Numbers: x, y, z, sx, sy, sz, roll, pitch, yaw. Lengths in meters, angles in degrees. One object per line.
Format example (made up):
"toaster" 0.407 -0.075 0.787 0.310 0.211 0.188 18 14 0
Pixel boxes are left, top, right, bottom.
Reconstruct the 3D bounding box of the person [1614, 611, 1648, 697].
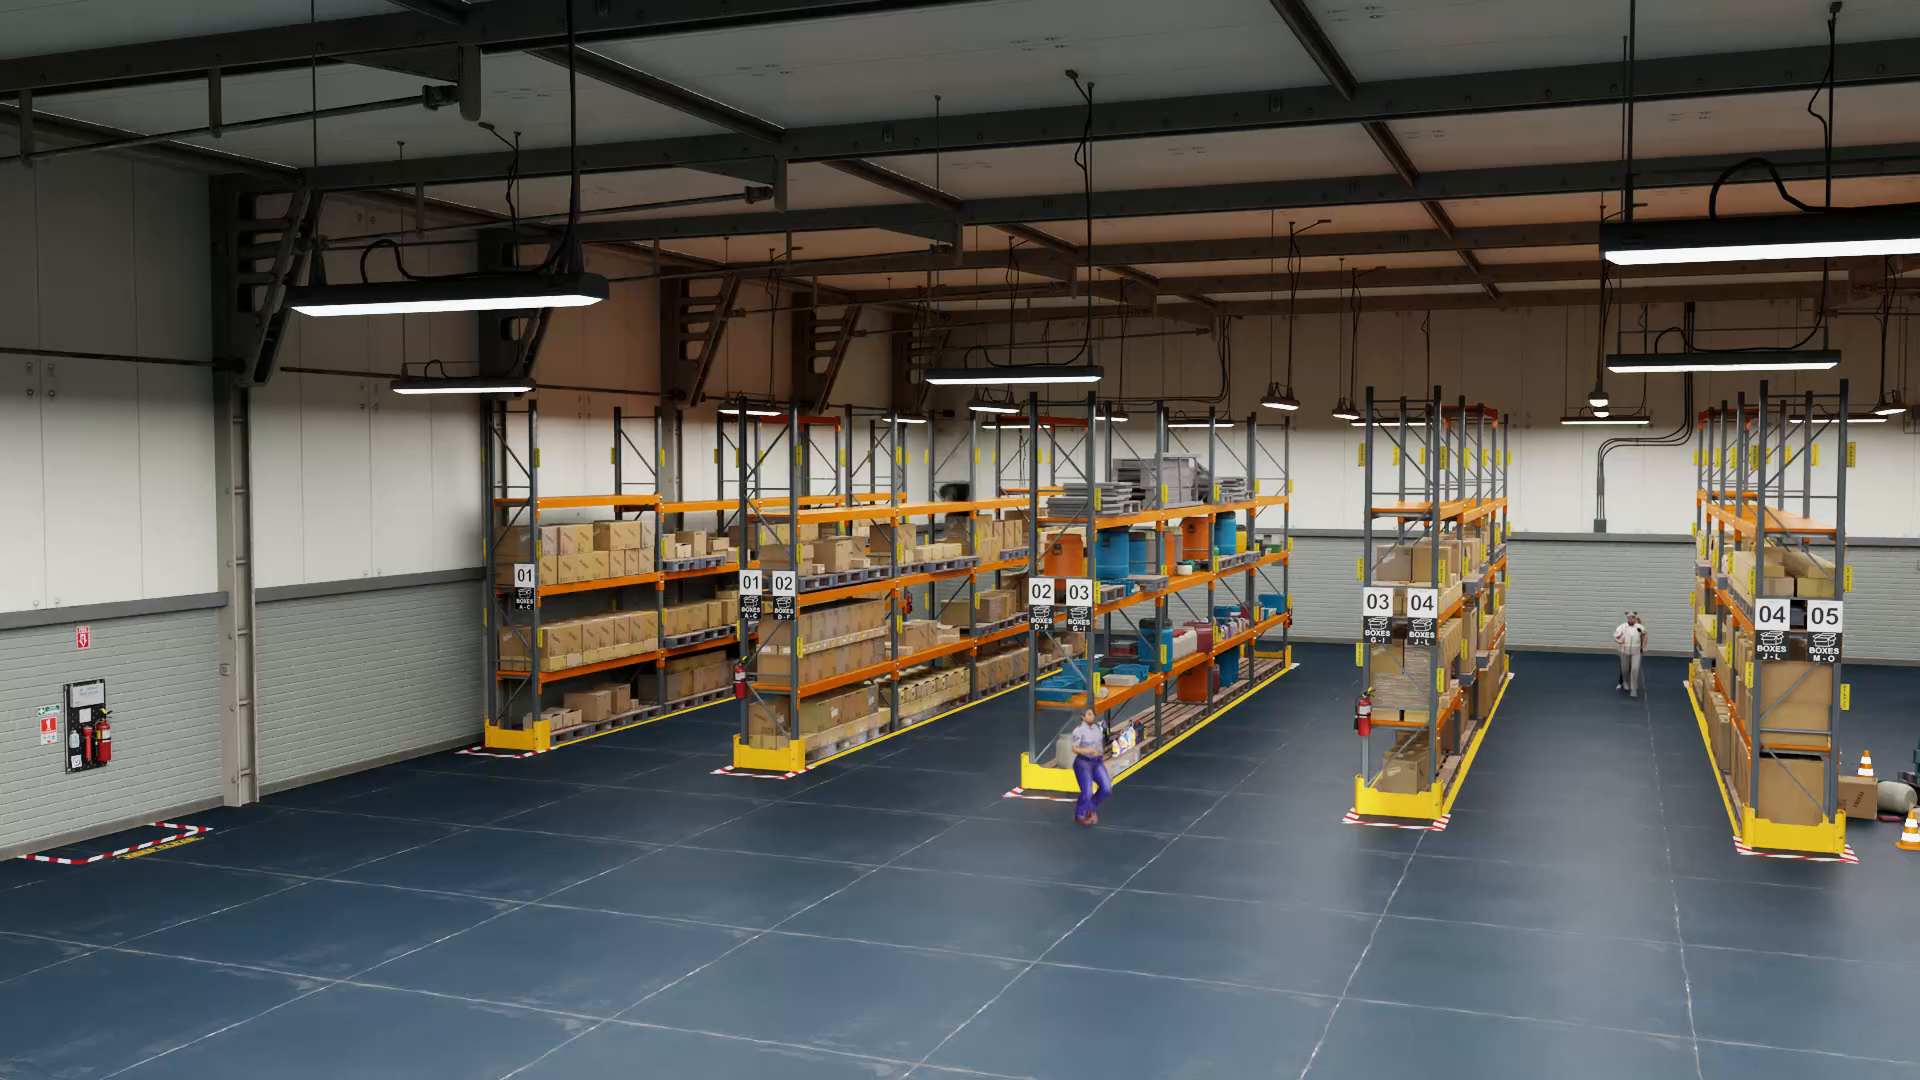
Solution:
"person" 14.140 2.367 35.065 0.674 1.767 1.007 1 3 22

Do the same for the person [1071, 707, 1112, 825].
"person" 1.798 3.081 22.573 0.591 1.604 0.584 -2 4 -37

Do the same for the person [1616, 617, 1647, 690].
"person" 14.519 2.455 35.972 0.590 1.620 0.648 1 3 18
